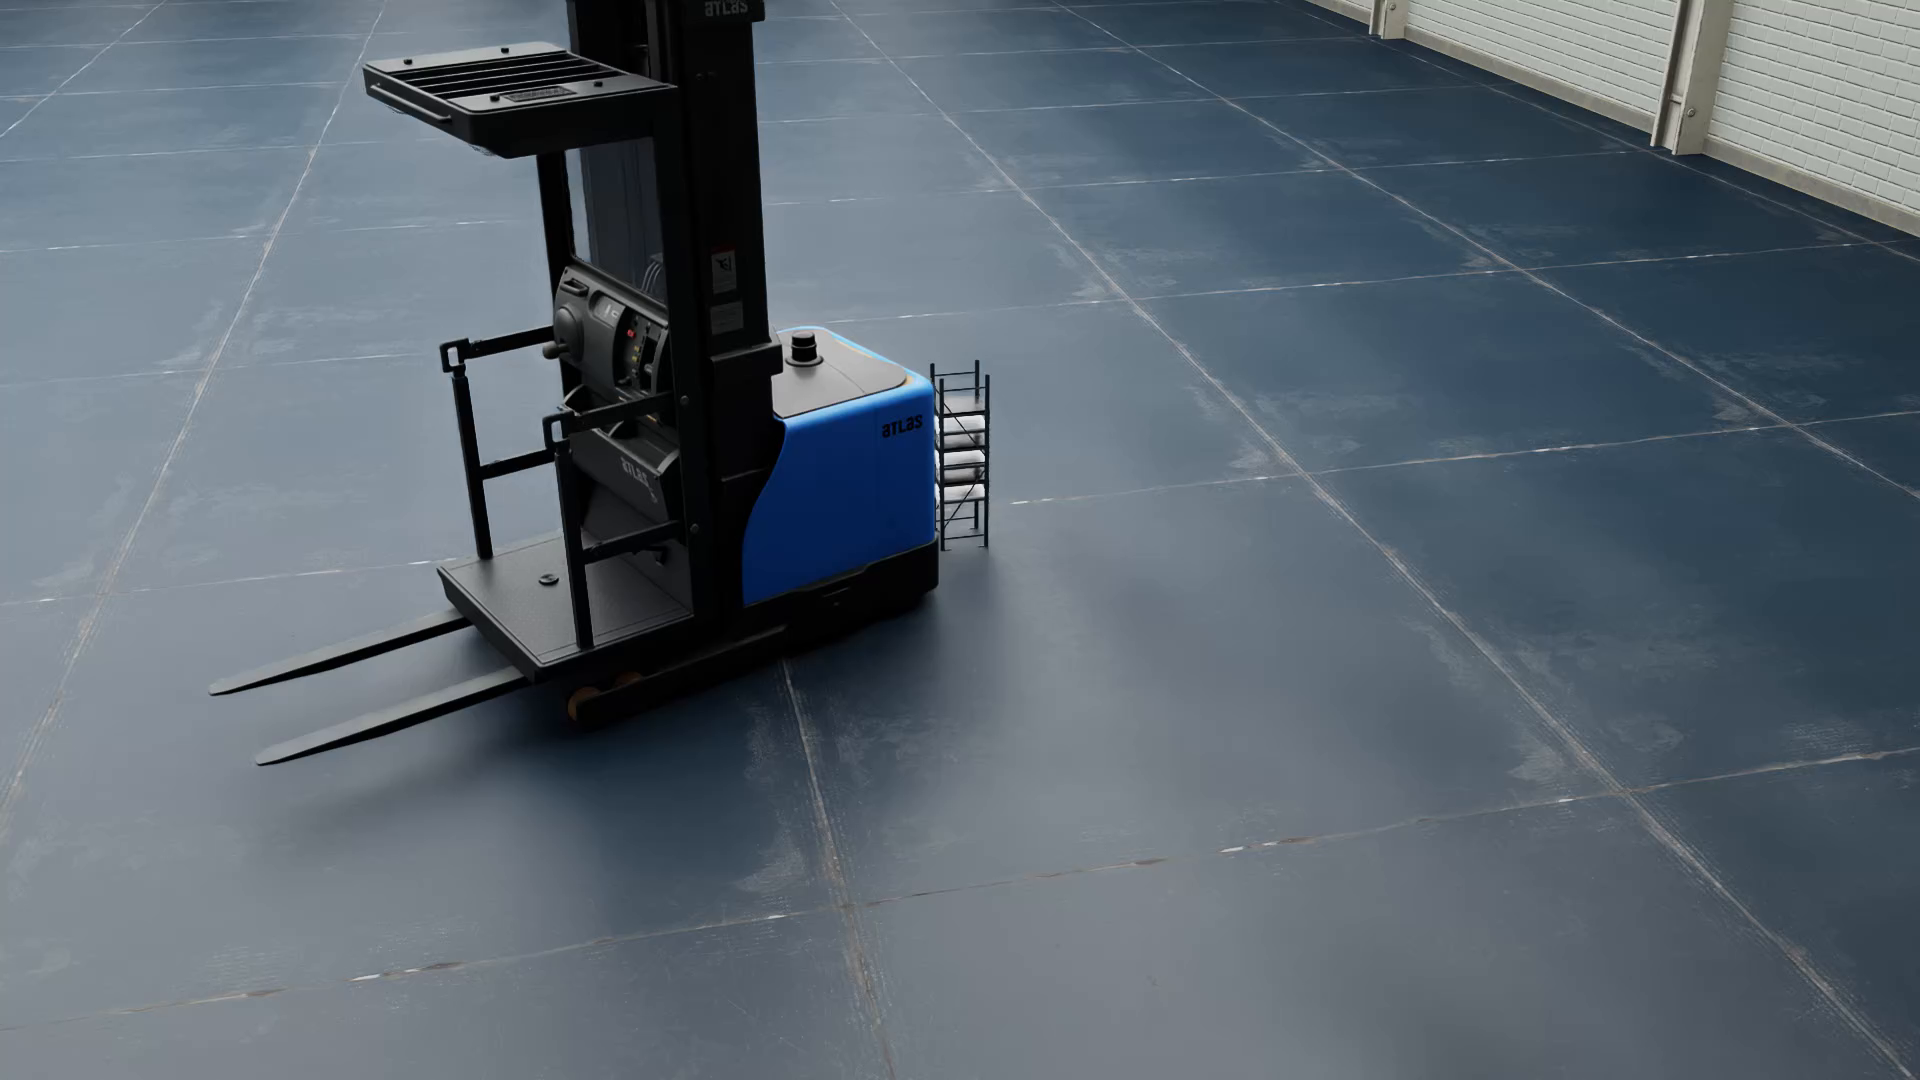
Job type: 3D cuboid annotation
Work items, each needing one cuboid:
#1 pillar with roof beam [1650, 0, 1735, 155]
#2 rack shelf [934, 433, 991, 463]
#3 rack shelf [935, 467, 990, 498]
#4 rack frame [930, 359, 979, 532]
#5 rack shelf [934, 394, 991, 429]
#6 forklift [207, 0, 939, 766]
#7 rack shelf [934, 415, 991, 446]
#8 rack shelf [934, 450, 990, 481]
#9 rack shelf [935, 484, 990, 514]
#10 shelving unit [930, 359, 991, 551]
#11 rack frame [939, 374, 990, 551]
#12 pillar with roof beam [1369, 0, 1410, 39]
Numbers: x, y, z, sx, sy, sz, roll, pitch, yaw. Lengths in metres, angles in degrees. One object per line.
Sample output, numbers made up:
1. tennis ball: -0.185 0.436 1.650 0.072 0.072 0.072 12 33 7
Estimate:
1. pillar with roof beam: 2.466 -7.213 12.553 9.100 9.000 0.400 -6 27 -12
2. rack shelf: -0.002 -0.456 8.029 0.258 0.077 0.200 -6 27 -12
3. rack shelf: -0.002 -0.295 8.110 0.258 0.077 0.200 -6 27 -12
4. rack frame: -0.025 -0.450 8.143 0.240 0.900 0.006 -6 27 -12
5. rack shelf: -0.002 -0.617 7.948 0.258 0.077 0.200 -6 27 -12
6. forklift: -1.579 -0.814 6.610 3.031 2.935 1.130 -19 32 -33
7. rack shelf: -0.002 -0.536 7.988 0.258 0.077 0.200 -6 27 -12
8. rack shelf: -0.002 -0.376 8.069 0.258 0.077 0.200 -6 27 -12
9. rack shelf: -0.002 -0.215 8.150 0.258 0.077 0.200 -6 27 -12
10. shelving unit: -0.002 -0.405 8.054 0.258 0.900 0.210 -6 27 -12
11. rack frame: 0.021 -0.361 7.966 0.240 0.900 0.006 -6 27 -12
12. pillar with roof beam: 1.114 -9.847 17.772 9.100 9.000 0.400 -6 27 -12
